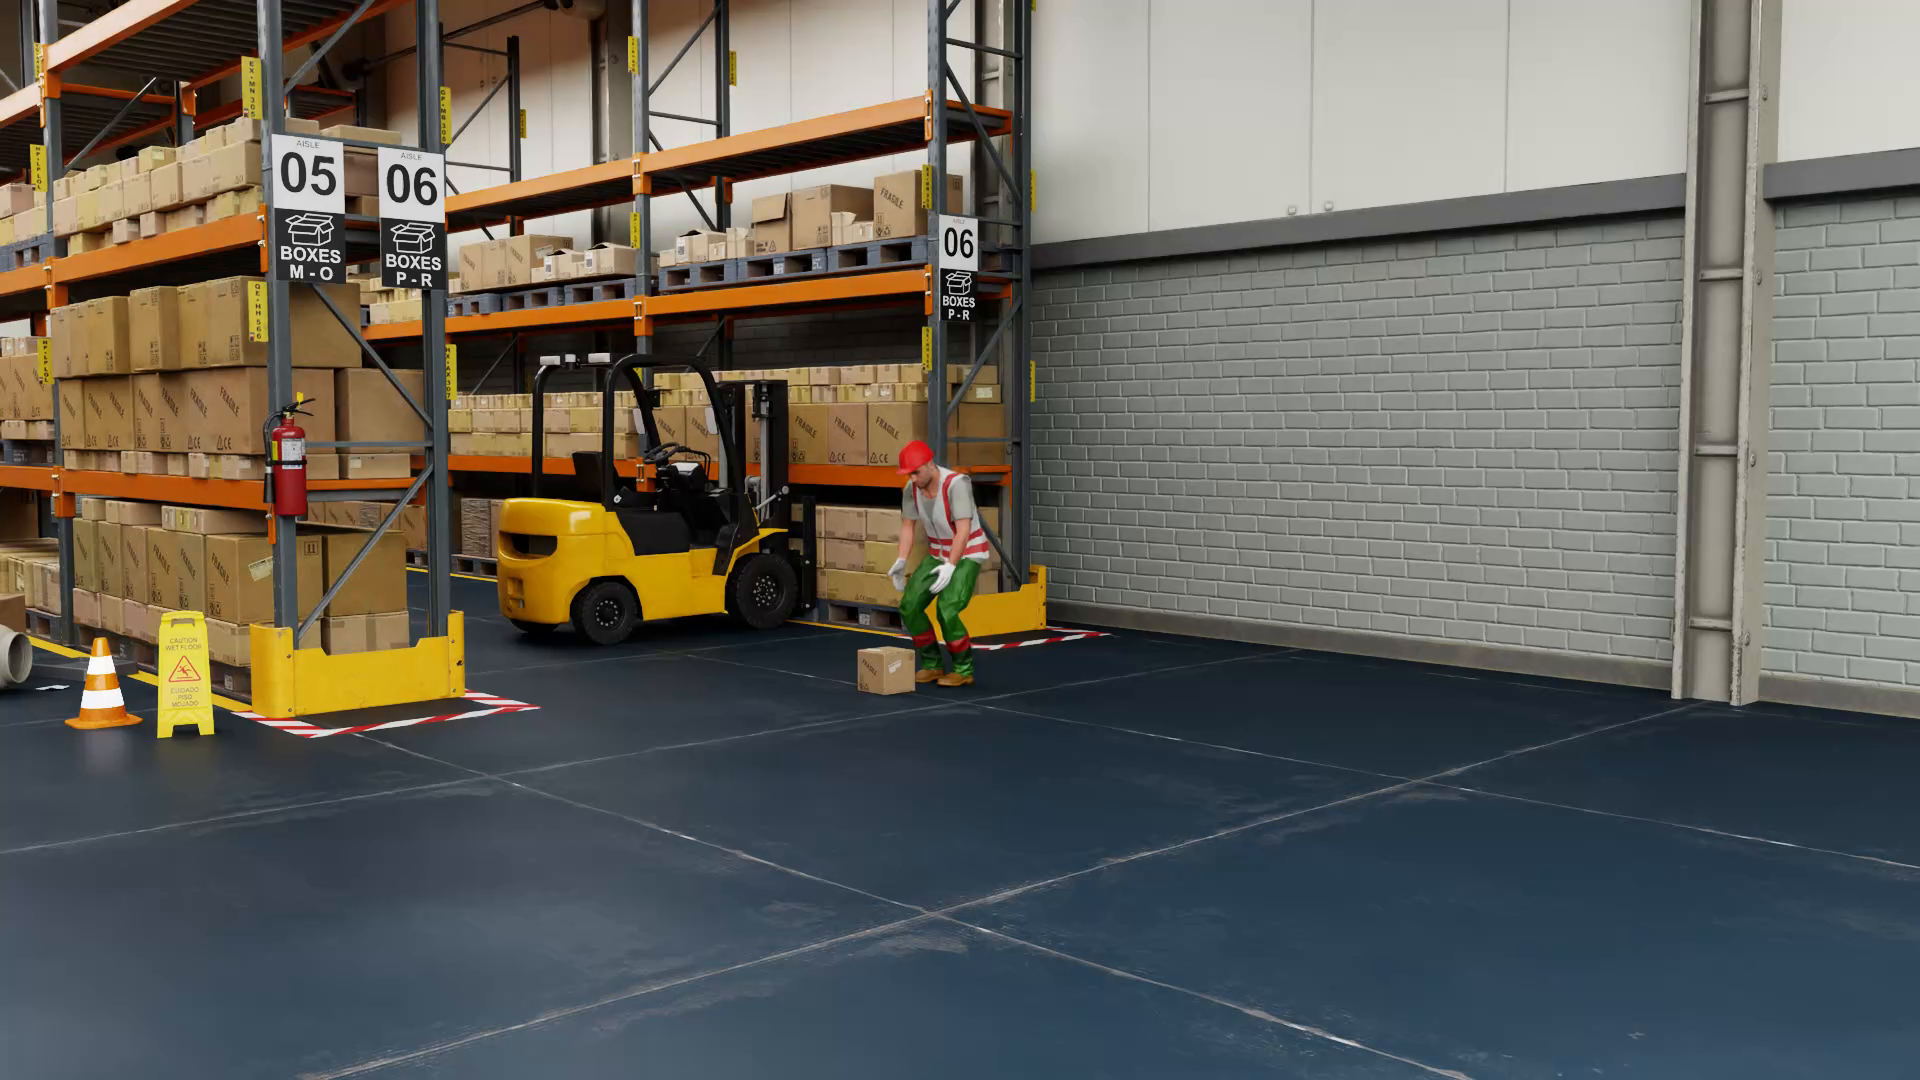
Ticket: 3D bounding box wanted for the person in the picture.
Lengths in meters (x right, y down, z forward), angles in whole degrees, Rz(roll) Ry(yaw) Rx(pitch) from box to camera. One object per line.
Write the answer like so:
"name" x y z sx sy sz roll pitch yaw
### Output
"person" -0.119 0.143 10.359 0.690 1.528 0.579 -4 5 -43
